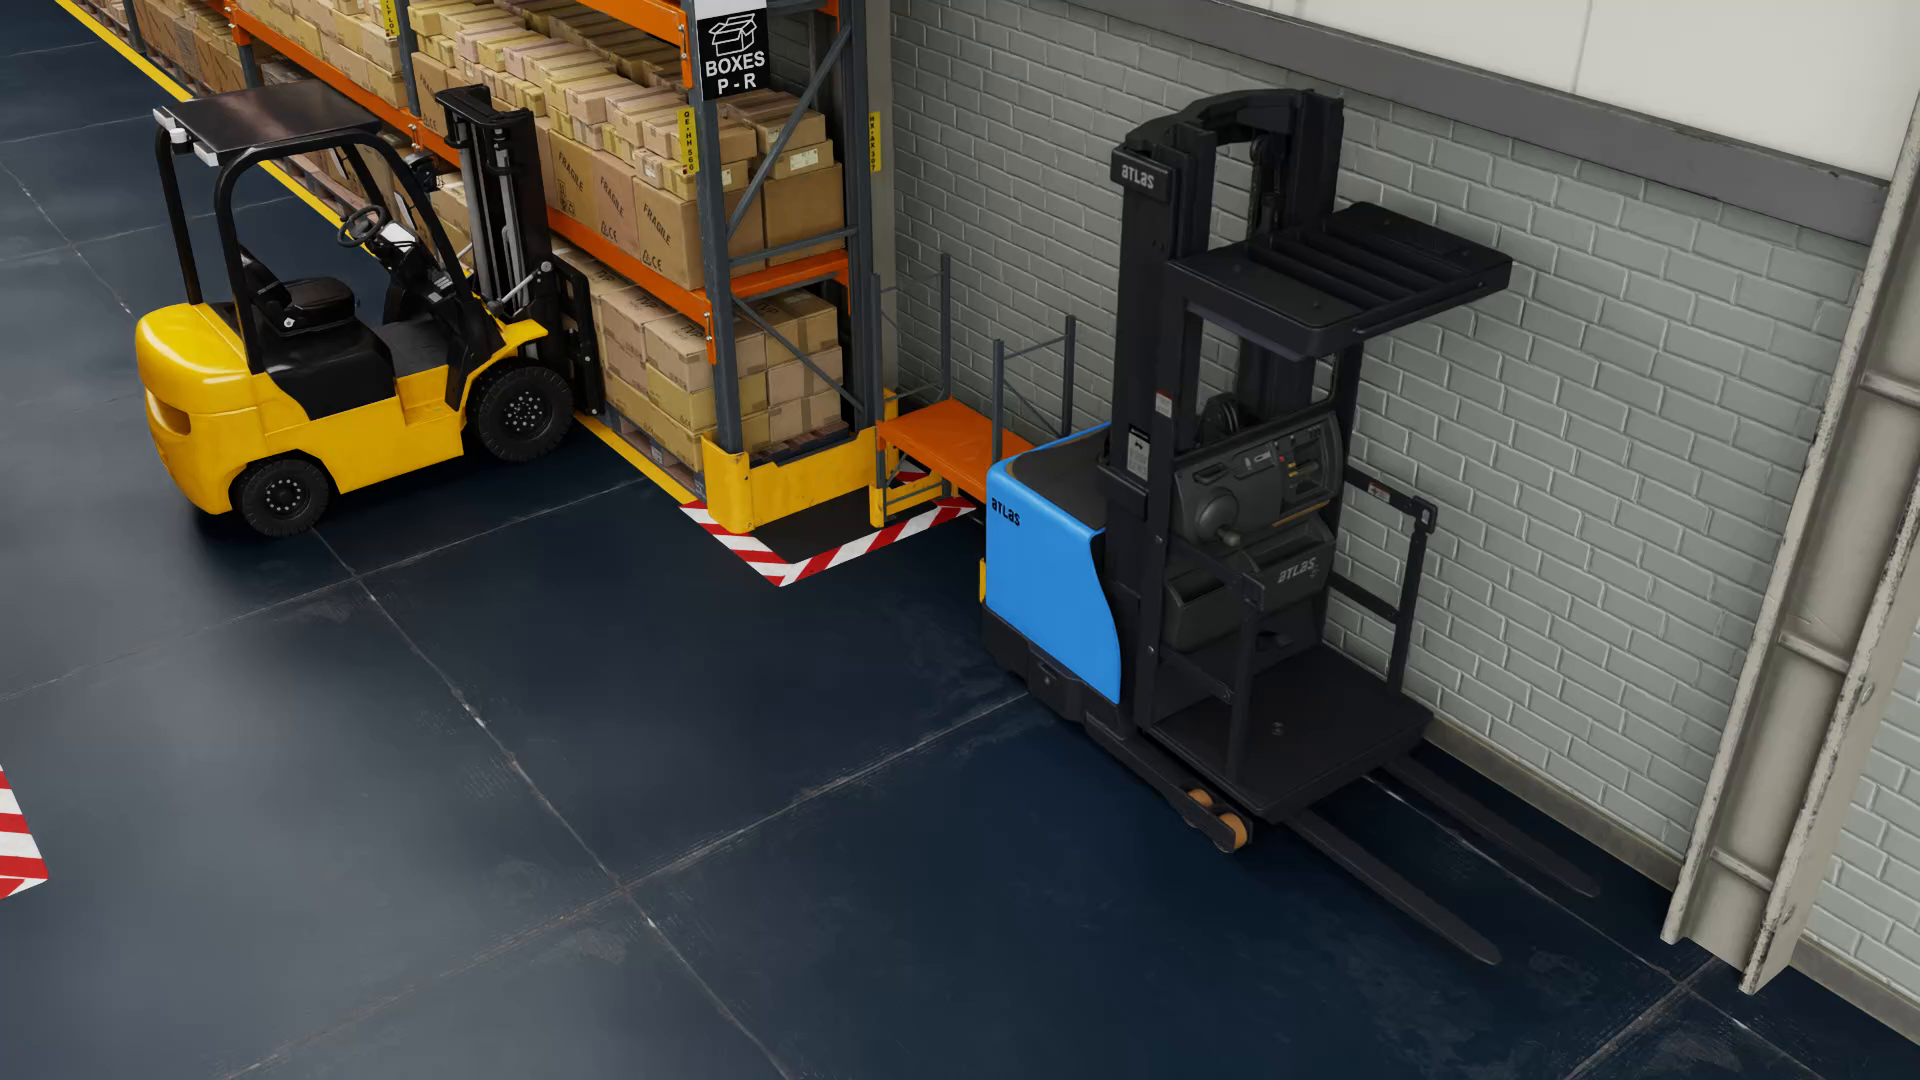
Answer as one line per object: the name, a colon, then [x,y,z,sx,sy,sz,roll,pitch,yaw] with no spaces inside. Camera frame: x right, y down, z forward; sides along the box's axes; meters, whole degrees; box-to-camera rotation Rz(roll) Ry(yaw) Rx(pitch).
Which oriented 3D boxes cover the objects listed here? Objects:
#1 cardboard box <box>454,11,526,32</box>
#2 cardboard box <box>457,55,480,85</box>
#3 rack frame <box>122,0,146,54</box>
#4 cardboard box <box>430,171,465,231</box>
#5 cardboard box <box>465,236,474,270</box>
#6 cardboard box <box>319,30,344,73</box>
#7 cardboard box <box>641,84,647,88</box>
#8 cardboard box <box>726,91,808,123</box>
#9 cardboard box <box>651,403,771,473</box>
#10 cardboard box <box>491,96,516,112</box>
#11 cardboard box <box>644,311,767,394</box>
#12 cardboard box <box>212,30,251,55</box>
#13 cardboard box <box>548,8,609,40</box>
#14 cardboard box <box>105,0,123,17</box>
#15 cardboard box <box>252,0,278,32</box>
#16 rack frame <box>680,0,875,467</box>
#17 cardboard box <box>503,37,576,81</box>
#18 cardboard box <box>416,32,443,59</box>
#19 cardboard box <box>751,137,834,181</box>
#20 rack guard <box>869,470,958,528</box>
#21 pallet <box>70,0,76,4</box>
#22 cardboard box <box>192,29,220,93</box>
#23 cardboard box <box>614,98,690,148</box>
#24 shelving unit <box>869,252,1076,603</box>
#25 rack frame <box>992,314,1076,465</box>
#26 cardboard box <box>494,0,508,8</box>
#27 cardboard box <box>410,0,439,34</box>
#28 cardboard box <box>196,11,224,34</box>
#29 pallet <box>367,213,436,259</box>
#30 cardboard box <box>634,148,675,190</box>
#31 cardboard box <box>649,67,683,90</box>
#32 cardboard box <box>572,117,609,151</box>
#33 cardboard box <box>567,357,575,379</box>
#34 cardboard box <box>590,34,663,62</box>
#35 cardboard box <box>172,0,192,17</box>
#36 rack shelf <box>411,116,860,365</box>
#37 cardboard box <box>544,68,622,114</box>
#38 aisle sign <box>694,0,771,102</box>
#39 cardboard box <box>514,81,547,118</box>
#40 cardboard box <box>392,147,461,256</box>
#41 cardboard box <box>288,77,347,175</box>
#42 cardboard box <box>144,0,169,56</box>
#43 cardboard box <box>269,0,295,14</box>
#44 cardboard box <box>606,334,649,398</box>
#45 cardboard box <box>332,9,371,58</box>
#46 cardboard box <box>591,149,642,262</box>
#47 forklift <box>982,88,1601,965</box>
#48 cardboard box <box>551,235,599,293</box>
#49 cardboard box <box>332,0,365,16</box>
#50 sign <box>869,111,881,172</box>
cardboard box: [-3.010,-3.264,10.671,0.380,0.149,0.250,-23,39,-32]
cardboard box: [-2.944,-2.998,10.525,0.380,0.149,0.250,-21,38,-30]
rack frame: [-8.272,-6.566,16.979,1.000,3.000,0.127,-22,38,-31]
cardboard box: [-3.317,-2.364,11.474,0.500,0.250,0.500,-23,39,-32]
cardboard box: [-3.003,-1.944,11.271,0.500,0.250,0.500,-22,38,-32]
cardboard box: [-4.475,-3.718,12.536,0.500,0.250,0.500,-22,38,-31]
cardboard box: [-1.838,-2.754,10.132,0.380,0.149,0.250,-22,38,-32]
cardboard box: [-1.064,-2.349,9.198,0.380,0.149,0.250,-21,37,-30]
cardboard box: [-1.451,-0.669,9.692,0.500,0.250,0.500,-22,38,-31]
cardboard box: [-2.656,-2.583,10.471,0.500,0.500,0.500,-23,38,-32]
cardboard box: [-1.442,-1.091,9.424,0.500,0.250,0.500,-21,37,-30]
cardboard box: [-6.514,-4.519,15.039,0.380,0.149,0.250,-24,39,-34]
cardboard box: [-2.435,-3.333,10.782,0.380,0.149,0.250,-23,39,-32]
cardboard box: [-9.064,-5.869,18.050,0.396,0.266,0.258,-21,37,-30]
cardboard box: [-5.435,-4.360,13.569,0.500,0.250,0.500,-23,39,-32]
rack frame: [-0.913,-1.565,8.927,1.000,3.000,0.127,-22,38,-31]
cardboard box: [-2.552,-2.936,10.143,0.380,0.149,0.250,-22,38,-32]
cardboard box: [-3.378,-3.332,11.062,0.380,0.149,0.250,-23,39,-32]
cardboard box: [-0.916,-2.108,9.092,0.380,0.149,0.250,-23,39,-33]
rack guard: [-0.259,-0.282,9.467,0.587,0.250,0.087,-22,38,-31]
pallet: [-10.188,-6.685,19.813,1.003,0.211,1.213,-22,38,-31]
cardboard box: [-6.870,-4.551,15.706,0.500,0.500,0.500,-20,37,-29]
cardboard box: [-1.657,-2.283,9.092,0.380,0.149,0.250,-21,38,-30]
shelving unit: [0.047,-0.605,8.803,0.587,1.500,1.083,-22,38,-31]
rack frame: [0.364,-0.390,8.456,0.500,1.500,0.032,-22,38,-31]
cardboard box: [-2.932,-3.641,11.278,0.380,0.149,0.250,-22,38,-31]
cardboard box: [-3.751,-3.621,11.527,0.380,0.149,0.250,-21,37,-30]
cardboard box: [-6.920,-4.871,15.606,0.380,0.149,0.250,-23,39,-32]
pallet: [-3.849,-2.342,12.820,1.003,0.211,1.213,-22,38,-31]
cardboard box: [-1.527,-2.034,8.972,0.380,0.149,0.250,-22,38,-31]
cardboard box: [-1.579,-2.654,9.688,0.380,0.149,0.250,-21,38,-30]
cardboard box: [-1.982,-2.365,9.505,0.380,0.149,0.250,-24,39,-33]
cardboard box: [-2.384,-1.300,10.708,0.500,0.250,0.500,-21,38,-30]
cardboard box: [-2.041,-2.981,10.216,0.380,0.149,0.250,-21,38,-30]
cardboard box: [-7.412,-5.199,16.134,0.380,0.149,0.250,-21,37,-30]
rack shelf: [-2.140,-2.093,10.458,1.077,0.370,4.000,-22,38,-31]
cardboard box: [-2.161,-2.590,9.585,0.380,0.149,0.250,-21,38,-30]
aisle sign: [-1.105,-2.547,8.044,0.394,0.787,0.004,-22,38,-31]
cardboard box: [-2.446,-2.681,10.014,0.380,0.149,0.250,-23,39,-32]
cardboard box: [-3.695,-2.615,12.471,0.875,0.625,0.625,-20,37,-29]
cardboard box: [-5.040,-3.534,13.951,0.875,0.625,0.625,-21,37,-30]
cardboard box: [-7.819,-5.189,16.734,0.500,0.500,0.500,-23,38,-32]
cardboard box: [-5.127,-4.351,13.080,0.500,0.250,0.500,-23,39,-33]
cardboard box: [-1.758,-1.102,9.915,0.500,0.250,0.500,-23,38,-32]
cardboard box: [-4.190,-3.715,12.056,0.500,0.250,0.500,-23,39,-33]
cardboard box: [-1.733,-1.947,9.447,0.500,0.500,0.500,-21,38,-30]
forklift: [1.382,-0.206,6.804,1.130,2.935,3.031,-21,38,-30]
cardboard box: [-2.382,-1.723,10.441,0.500,0.250,0.500,-23,39,-32]
cardboard box: [-4.298,-3.908,11.990,0.380,0.149,0.250,-24,39,-33]
sign: [-0.471,-2.143,8.962,0.100,0.325,0.005,-22,38,-31]
